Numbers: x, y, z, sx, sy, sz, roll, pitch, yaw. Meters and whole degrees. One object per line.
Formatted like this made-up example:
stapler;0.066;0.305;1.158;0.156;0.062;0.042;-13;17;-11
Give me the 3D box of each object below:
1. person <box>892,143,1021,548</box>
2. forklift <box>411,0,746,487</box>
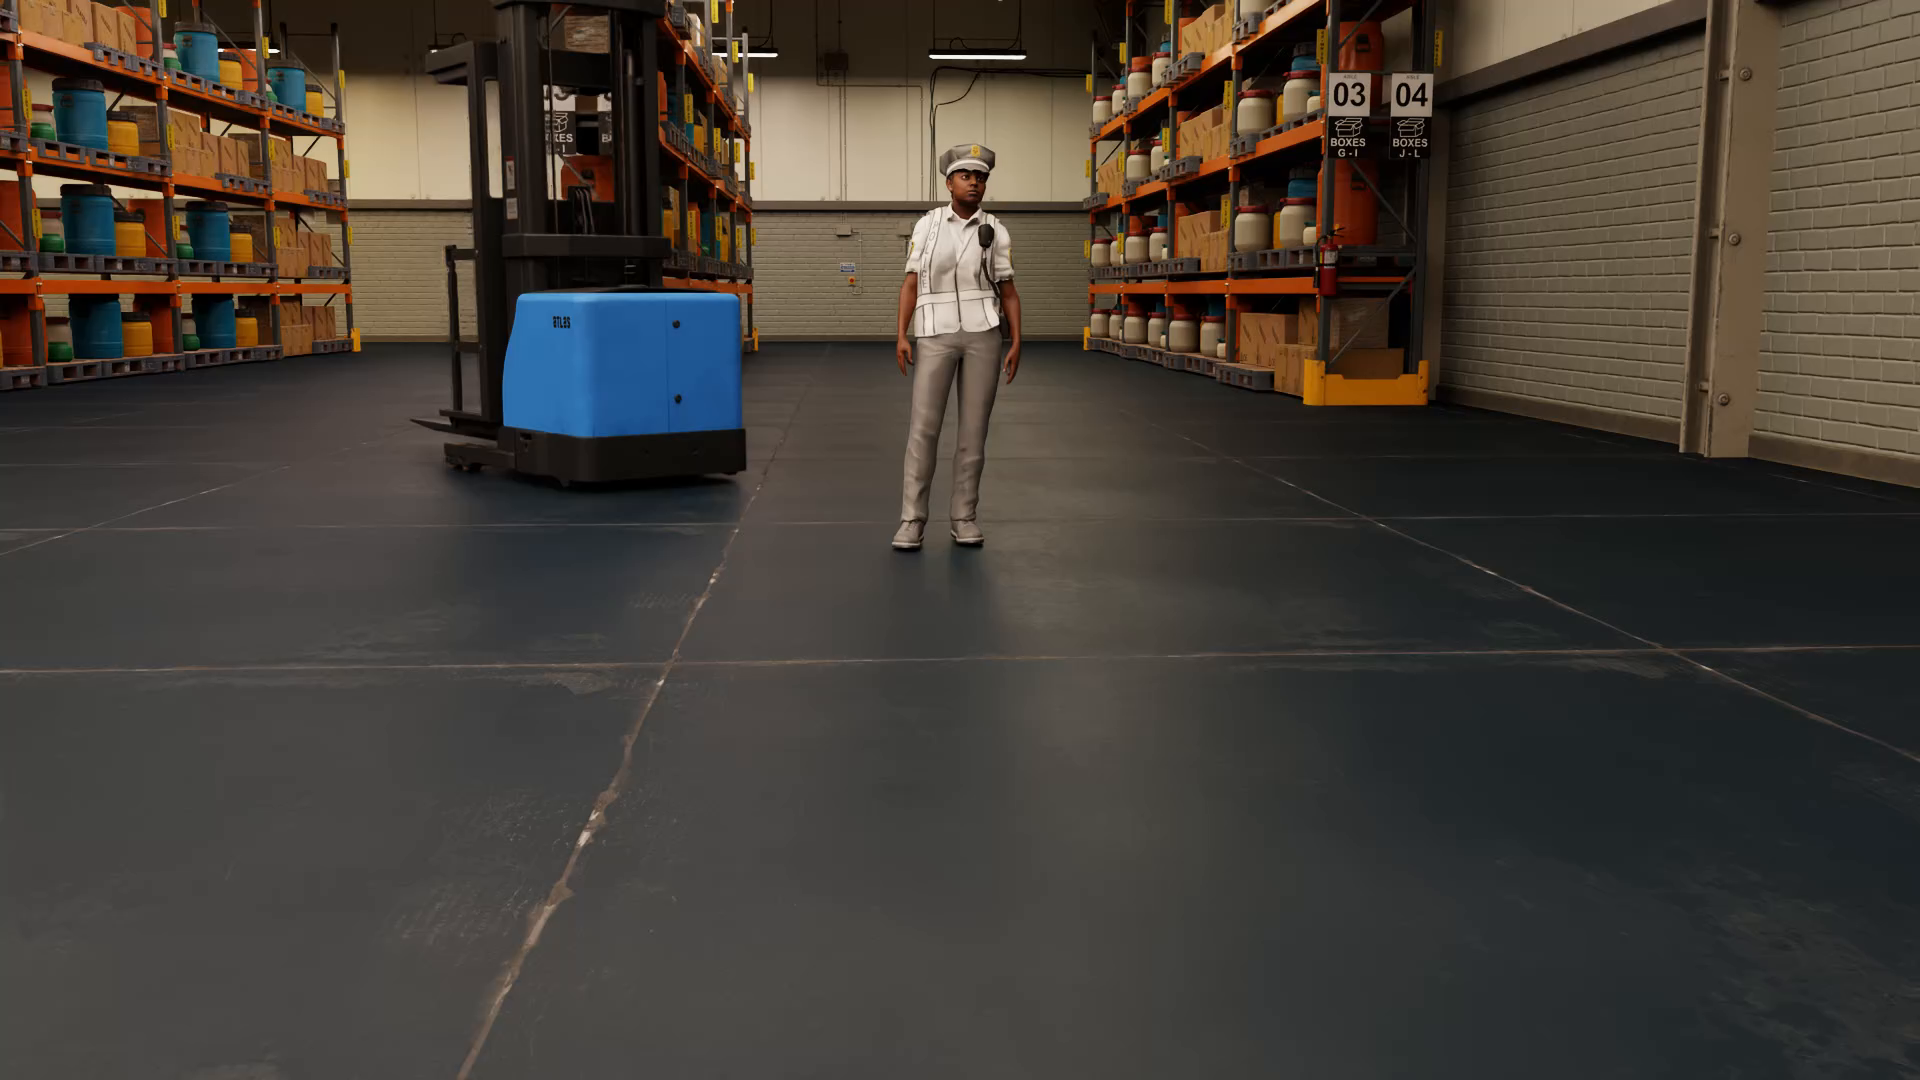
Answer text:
person;-0.015;-0.834;7.110;0.569;1.694;0.530;-1;8;-4
forklift;-2.531;-1.904;10.155;1.130;2.935;3.031;-7;11;-38
